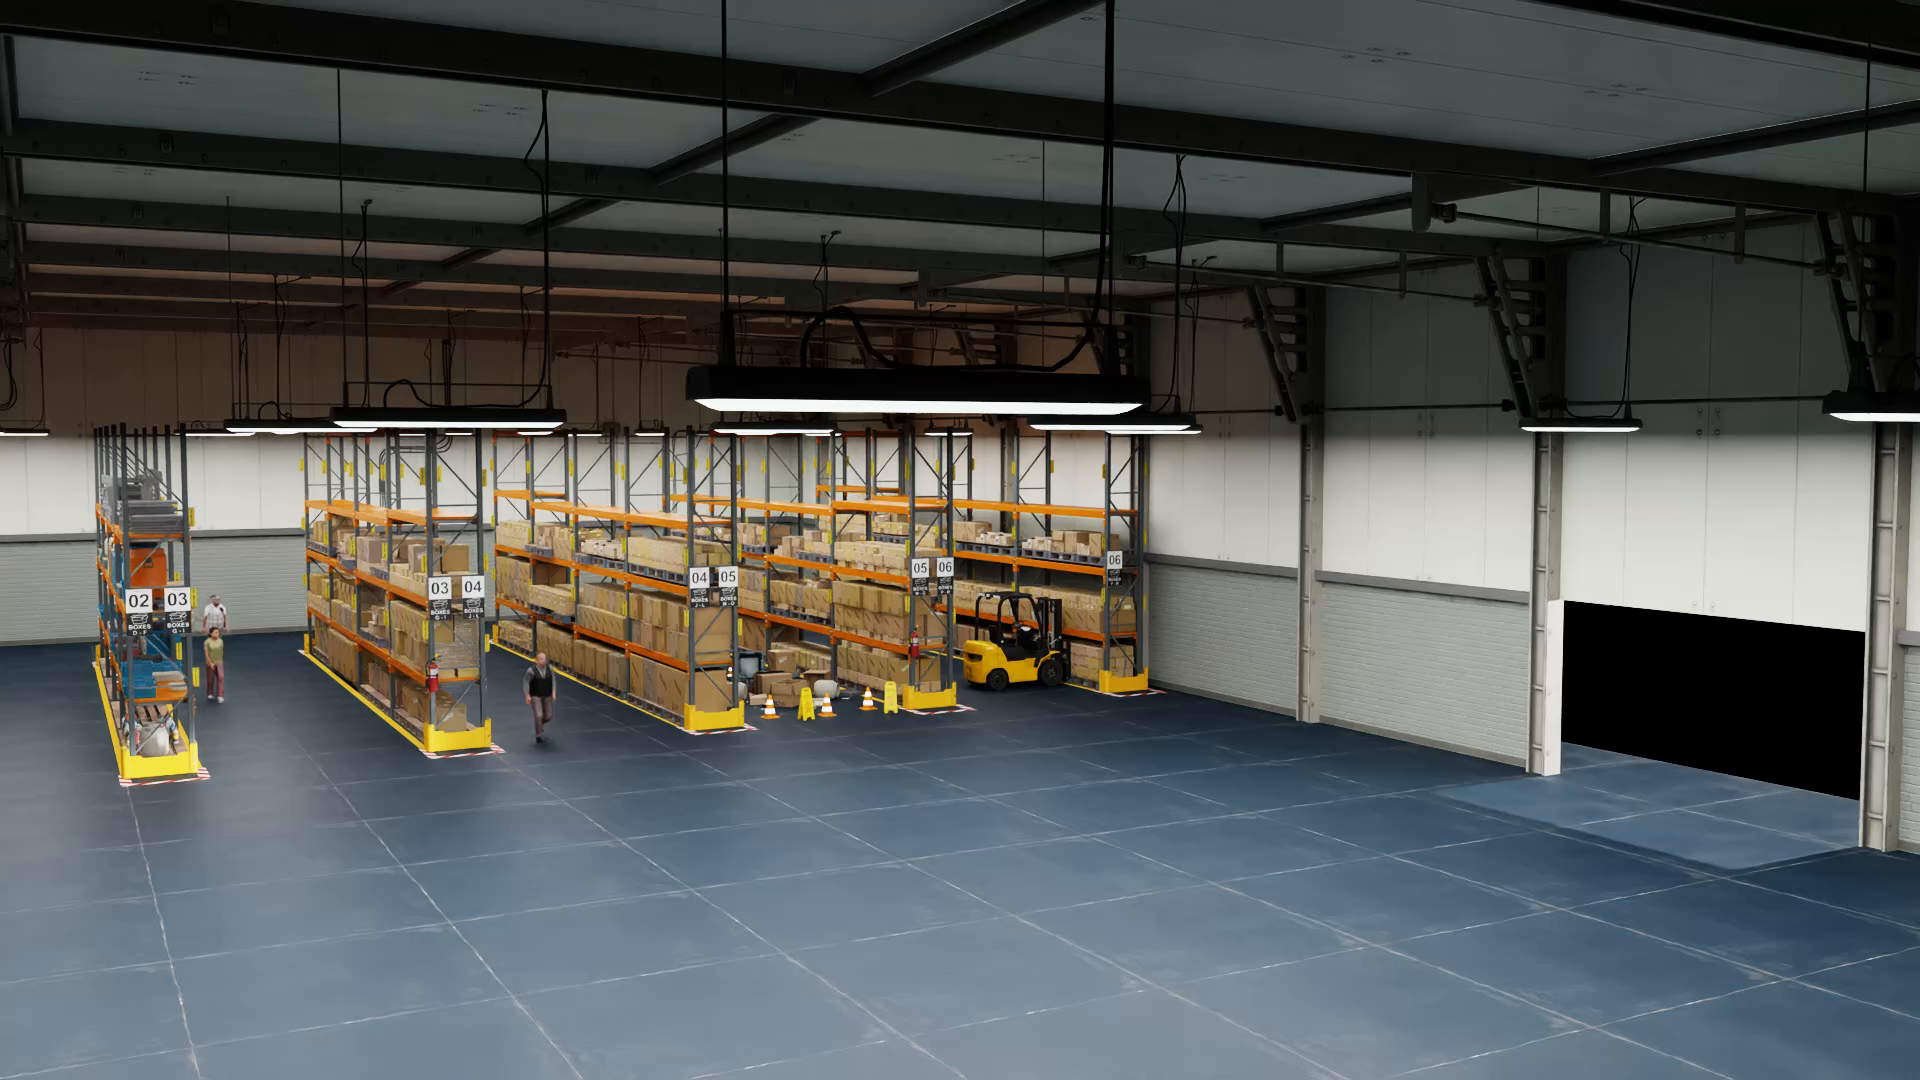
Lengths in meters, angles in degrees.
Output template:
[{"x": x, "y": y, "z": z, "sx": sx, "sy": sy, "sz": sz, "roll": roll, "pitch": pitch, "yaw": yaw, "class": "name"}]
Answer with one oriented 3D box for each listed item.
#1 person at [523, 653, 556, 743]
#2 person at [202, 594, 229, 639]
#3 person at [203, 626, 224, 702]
[{"x": -8.013, "y": 2.969, "z": 31.605, "sx": 0.627, "sy": 1.690, "sz": 0.674, "roll": -3, "pitch": 4, "yaw": -36, "class": "person"}, {"x": -19.279, "y": 2.245, "z": 43.095, "sx": 0.591, "sy": 1.702, "sz": 1.102, "roll": -3, "pitch": 5, "yaw": -40, "class": "person"}, {"x": -16.276, "y": 2.697, "z": 36.328, "sx": 0.439, "sy": 1.615, "sz": 0.961, "roll": -3, "pitch": 4, "yaw": -40, "class": "person"}]
